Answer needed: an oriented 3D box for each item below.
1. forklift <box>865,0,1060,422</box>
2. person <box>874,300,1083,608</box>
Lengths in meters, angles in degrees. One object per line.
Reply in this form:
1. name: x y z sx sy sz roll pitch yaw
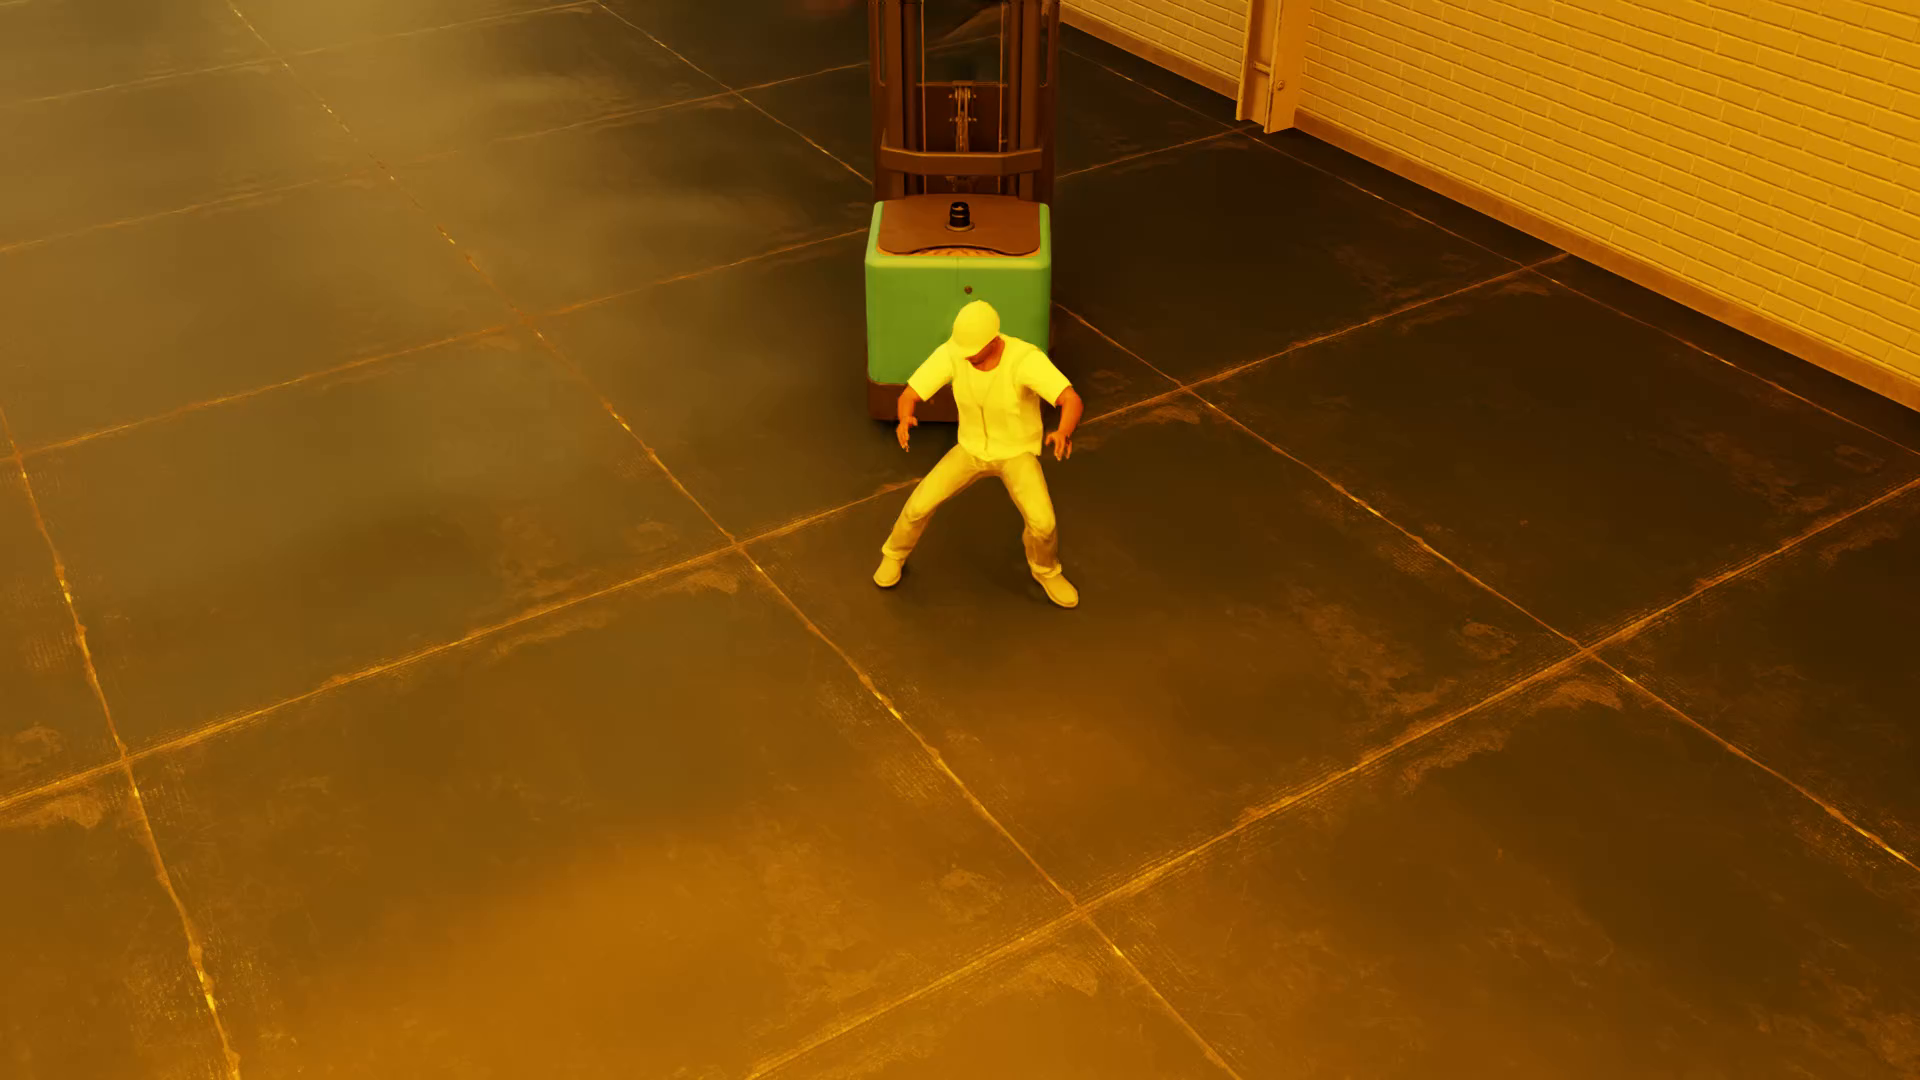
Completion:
1. forklift: 0.030 -2.688 9.973 1.130 2.935 3.031 1 35 1
2. person: 0.105 -0.393 7.928 1.072 1.534 0.756 16 38 22
